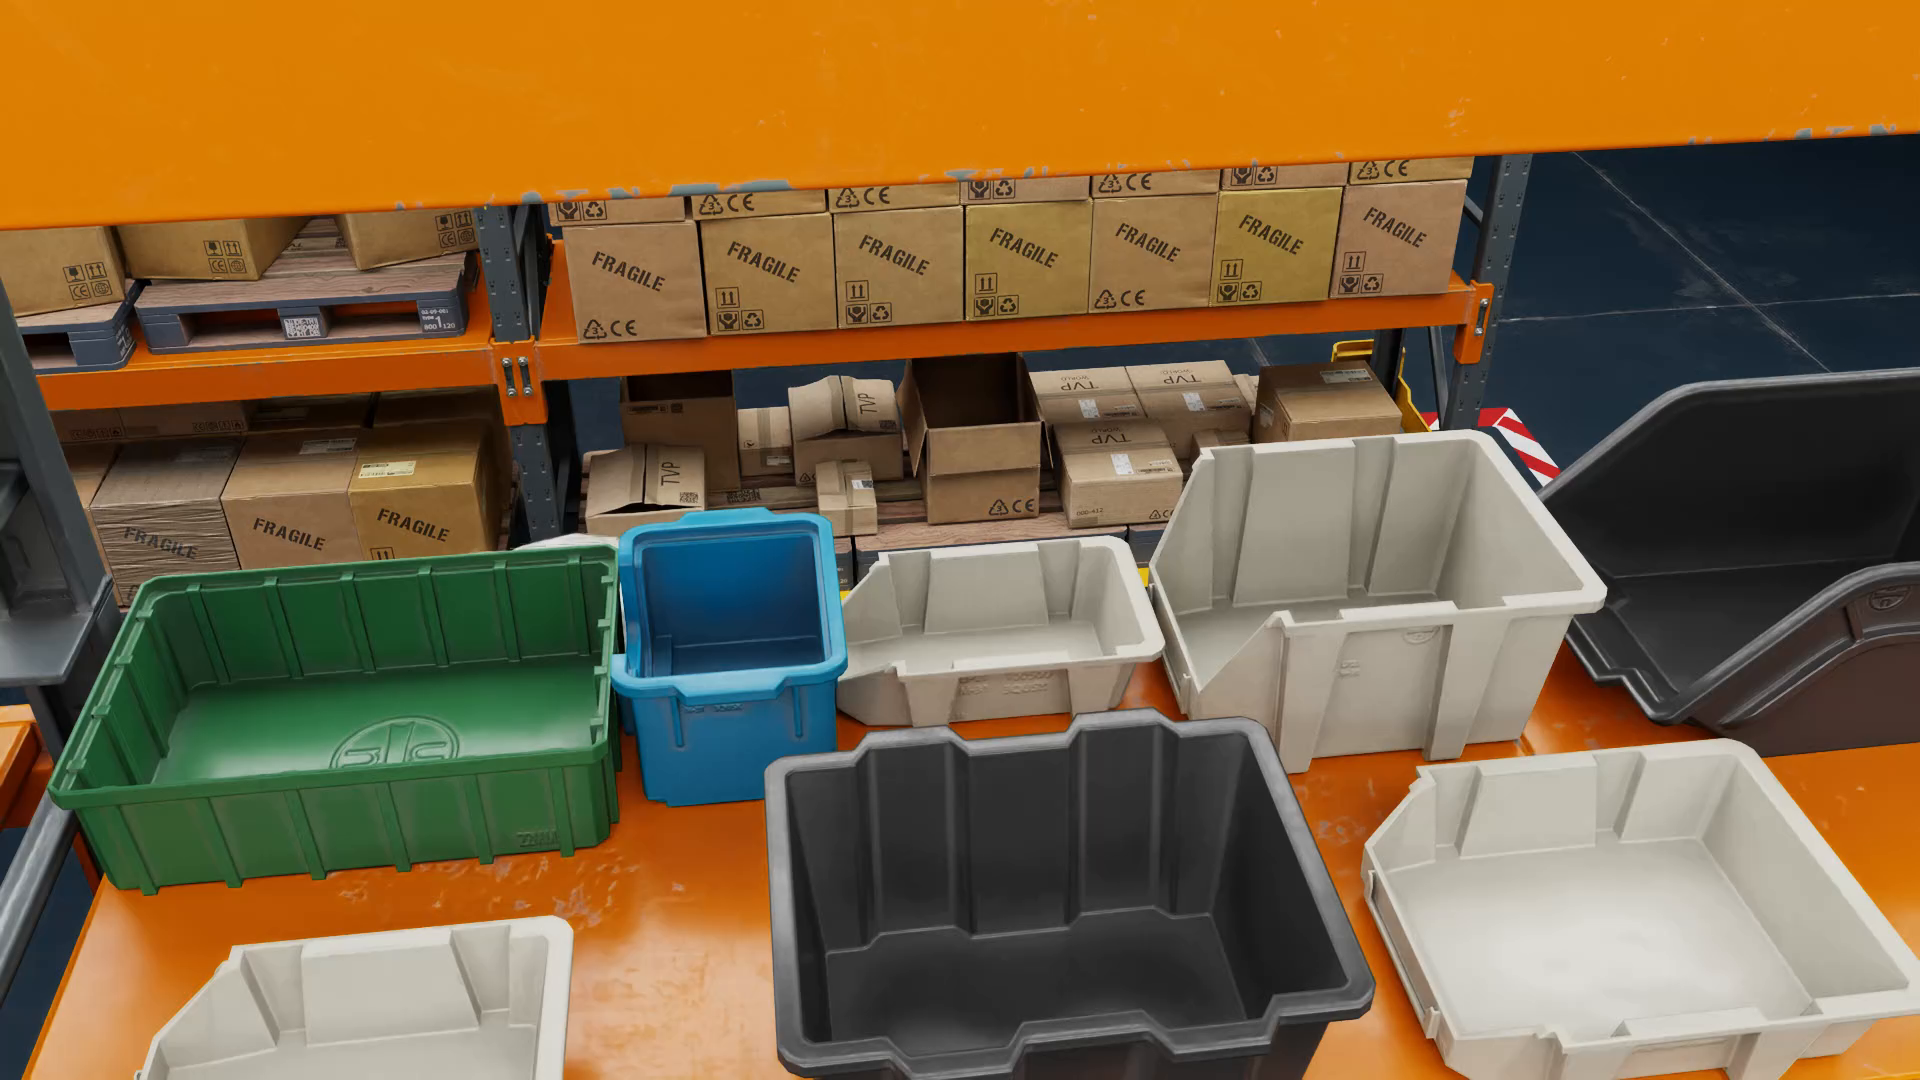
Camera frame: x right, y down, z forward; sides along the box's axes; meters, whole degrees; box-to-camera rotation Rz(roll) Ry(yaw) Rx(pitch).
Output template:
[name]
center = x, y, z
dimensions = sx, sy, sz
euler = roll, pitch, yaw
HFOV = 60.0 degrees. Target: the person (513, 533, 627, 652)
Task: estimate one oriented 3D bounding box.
[person]
center = -1.401, 0.460, 6.125
dimensions = 0.979, 1.027, 0.541
euler = -6, 35, -9
